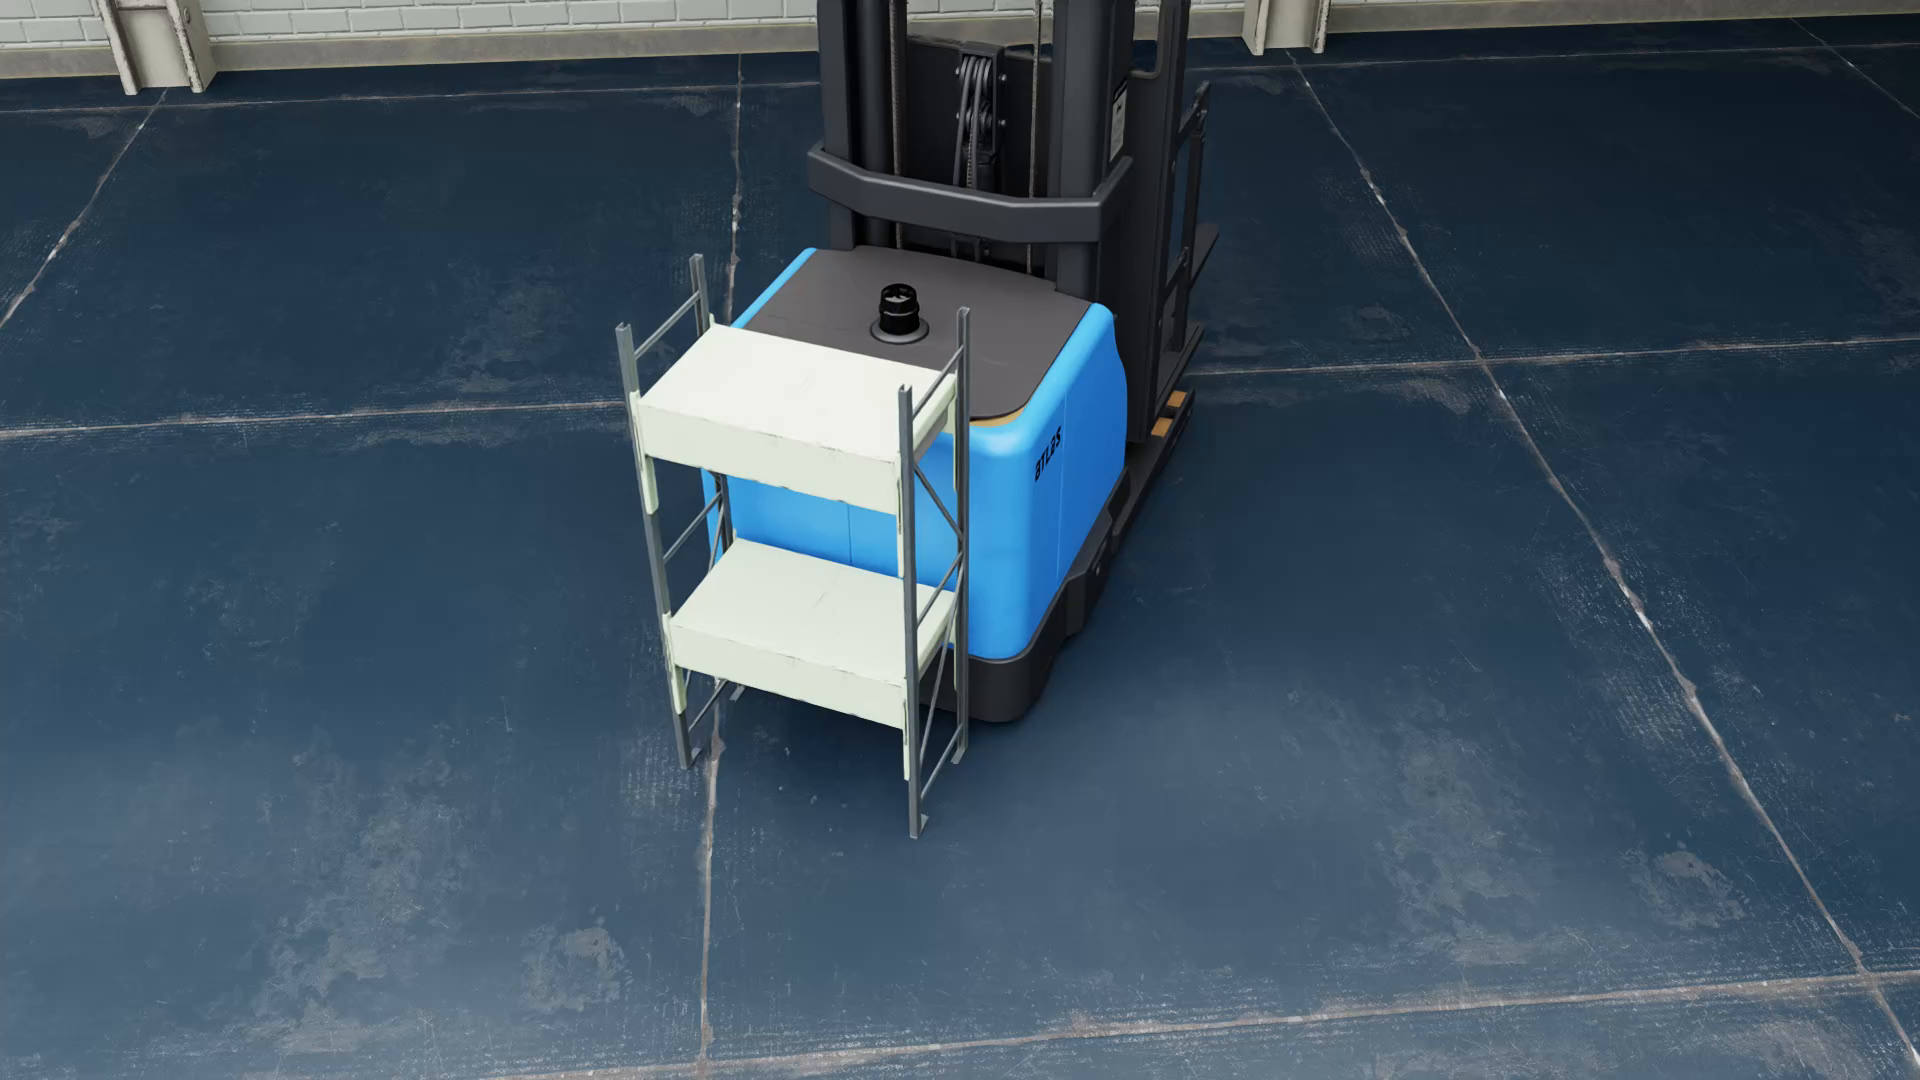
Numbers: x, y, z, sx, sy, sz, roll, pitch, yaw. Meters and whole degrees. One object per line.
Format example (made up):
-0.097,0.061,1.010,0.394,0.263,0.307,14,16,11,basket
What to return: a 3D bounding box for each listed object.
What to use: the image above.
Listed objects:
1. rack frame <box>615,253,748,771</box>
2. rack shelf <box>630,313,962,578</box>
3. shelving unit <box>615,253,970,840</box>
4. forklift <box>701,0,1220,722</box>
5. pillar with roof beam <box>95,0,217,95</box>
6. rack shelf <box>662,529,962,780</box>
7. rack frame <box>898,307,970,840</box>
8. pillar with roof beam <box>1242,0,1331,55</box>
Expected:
-0.740,-0.028,4.574,0.023,1.500,0.400,14,40,17,rack frame
-0.399,-0.251,4.227,0.720,0.370,0.431,14,40,17,rack shelf
-0.399,0.055,4.469,0.755,1.500,0.431,14,40,17,shelving unit
0.237,-1.524,5.315,1.130,2.935,3.031,14,40,17,forklift
-3.803,-3.313,2.684,0.400,9.000,9.100,-3,38,-4,pillar with roof beam
-0.399,0.311,4.671,0.720,0.370,0.431,14,40,17,rack shelf
-0.058,0.138,4.364,0.023,1.500,0.400,14,40,17,rack frame
2.174,-3.642,3.101,0.400,9.000,9.100,-3,38,-4,pillar with roof beam
